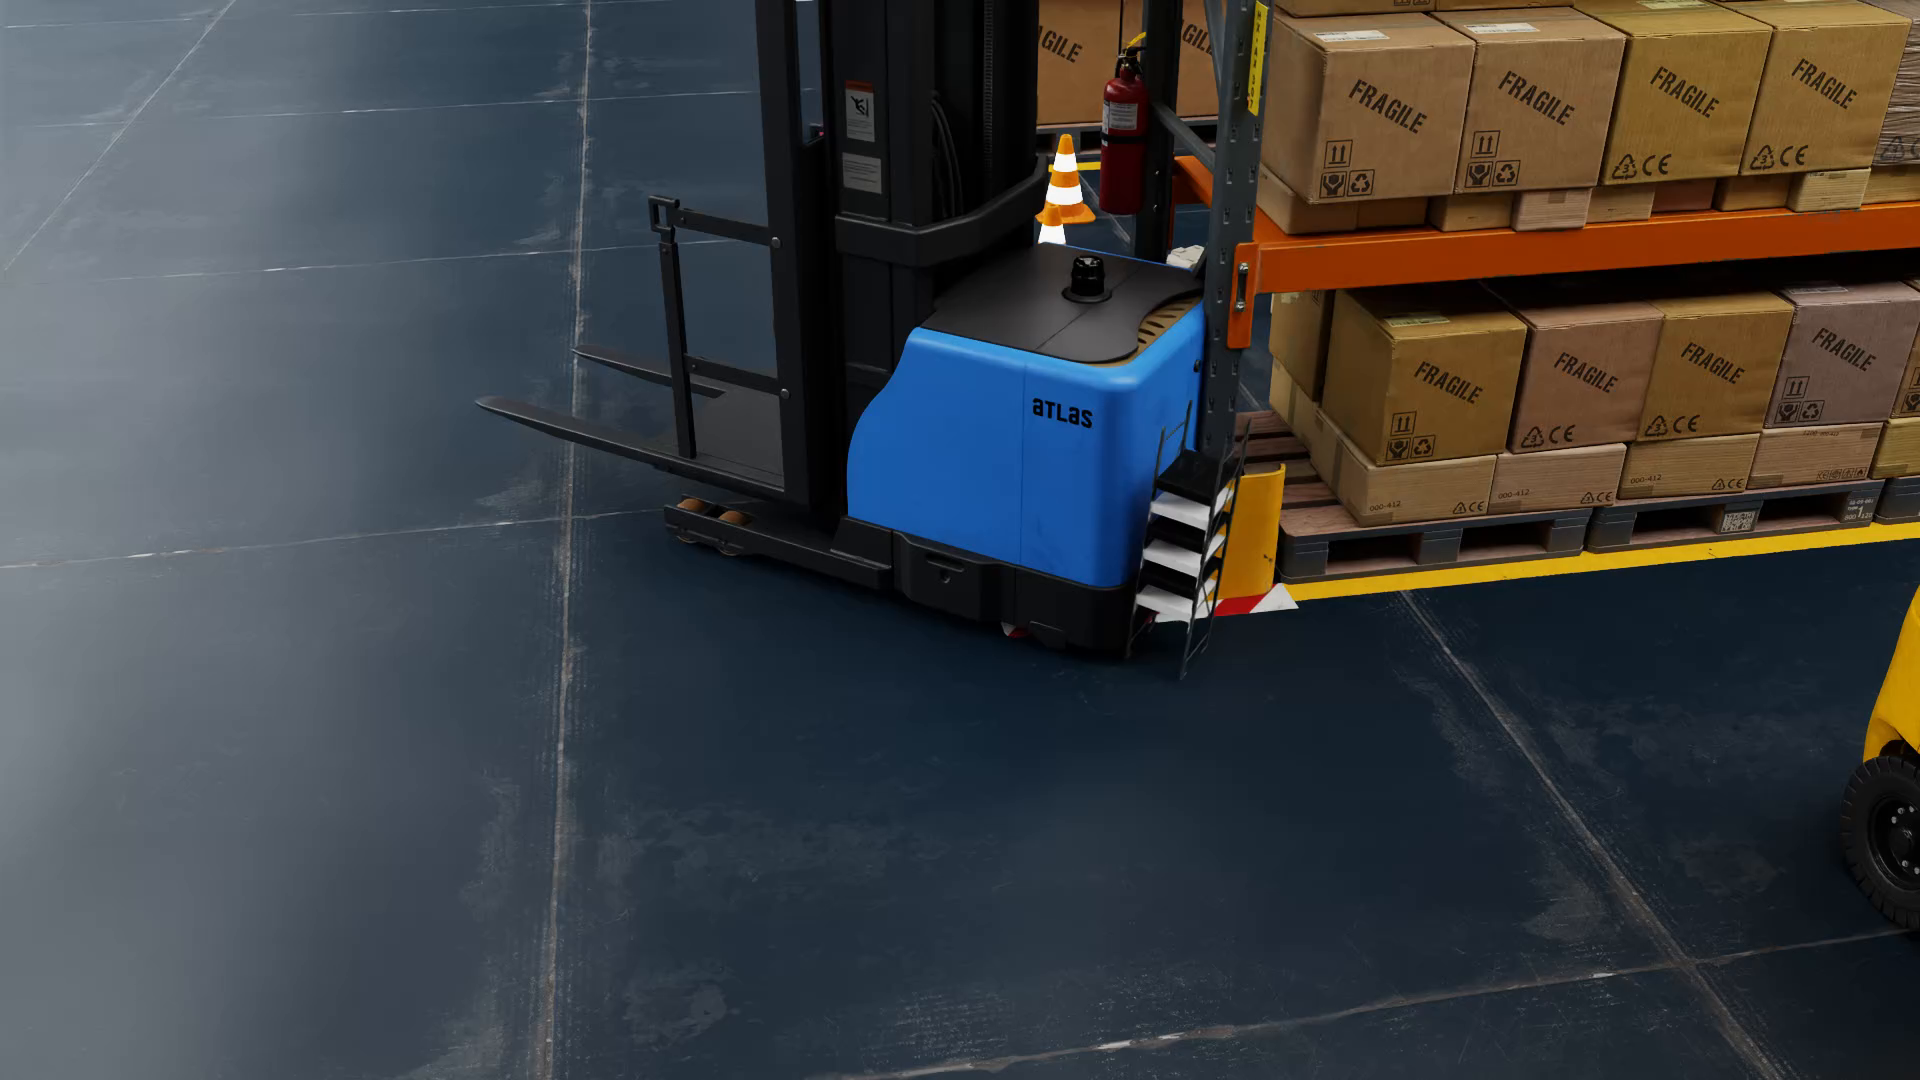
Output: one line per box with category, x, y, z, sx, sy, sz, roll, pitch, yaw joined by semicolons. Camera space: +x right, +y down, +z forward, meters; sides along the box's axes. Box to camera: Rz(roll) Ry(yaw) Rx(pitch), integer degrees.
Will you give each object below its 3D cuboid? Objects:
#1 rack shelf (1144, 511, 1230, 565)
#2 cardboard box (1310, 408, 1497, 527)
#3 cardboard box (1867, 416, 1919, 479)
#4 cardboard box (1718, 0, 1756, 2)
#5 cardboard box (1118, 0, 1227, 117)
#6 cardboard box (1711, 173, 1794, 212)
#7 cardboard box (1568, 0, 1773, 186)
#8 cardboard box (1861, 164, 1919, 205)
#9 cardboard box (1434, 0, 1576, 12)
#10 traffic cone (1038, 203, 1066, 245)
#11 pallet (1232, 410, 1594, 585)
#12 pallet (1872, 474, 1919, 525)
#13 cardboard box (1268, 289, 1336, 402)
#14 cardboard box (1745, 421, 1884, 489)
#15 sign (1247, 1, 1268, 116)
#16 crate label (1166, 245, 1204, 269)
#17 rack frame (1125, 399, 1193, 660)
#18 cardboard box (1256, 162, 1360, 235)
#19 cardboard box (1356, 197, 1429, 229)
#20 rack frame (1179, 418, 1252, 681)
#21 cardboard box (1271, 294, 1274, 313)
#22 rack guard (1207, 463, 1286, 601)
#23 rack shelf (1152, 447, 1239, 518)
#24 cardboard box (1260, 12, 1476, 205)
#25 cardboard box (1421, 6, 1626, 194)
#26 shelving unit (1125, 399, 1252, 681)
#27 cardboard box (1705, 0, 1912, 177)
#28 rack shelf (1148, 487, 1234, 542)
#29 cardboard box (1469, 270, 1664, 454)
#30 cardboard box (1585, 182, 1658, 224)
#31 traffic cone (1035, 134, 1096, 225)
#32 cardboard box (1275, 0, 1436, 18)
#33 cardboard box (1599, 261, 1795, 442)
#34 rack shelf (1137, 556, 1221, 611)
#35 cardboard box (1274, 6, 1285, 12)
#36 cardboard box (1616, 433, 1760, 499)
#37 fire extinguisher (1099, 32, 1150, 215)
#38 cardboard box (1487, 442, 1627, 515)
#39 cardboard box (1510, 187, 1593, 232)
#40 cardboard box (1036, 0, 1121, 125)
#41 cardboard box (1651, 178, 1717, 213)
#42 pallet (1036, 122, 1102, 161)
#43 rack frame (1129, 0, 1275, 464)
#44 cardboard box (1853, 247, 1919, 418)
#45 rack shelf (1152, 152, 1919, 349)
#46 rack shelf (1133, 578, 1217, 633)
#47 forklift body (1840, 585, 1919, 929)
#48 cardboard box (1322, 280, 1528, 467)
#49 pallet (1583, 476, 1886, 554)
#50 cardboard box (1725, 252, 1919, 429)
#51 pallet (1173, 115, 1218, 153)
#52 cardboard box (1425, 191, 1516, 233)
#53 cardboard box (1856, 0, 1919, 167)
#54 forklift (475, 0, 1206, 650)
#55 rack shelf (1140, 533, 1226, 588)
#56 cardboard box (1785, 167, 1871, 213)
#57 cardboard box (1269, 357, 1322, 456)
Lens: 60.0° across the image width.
rack shelf;0.748;-0.037;5.440;0.200;0.077;0.258;20;36;22
cardboard box;1.650;-0.298;6.237;0.500;0.250;0.500;-6;31;-9
cardboard box;3.687;-0.486;6.557;0.500;0.250;0.500;-6;31;-10
cardboard box;2.768;-2.241;5.865;0.500;0.500;0.700;-5;31;-9
cardboard box;1.336;-3.266;10.669;0.875;0.875;0.875;-6;31;-10
cardboard box;2.720;-1.304;5.897;0.250;0.149;0.380;-6;31;-10
cardboard box;2.333;-1.539;5.657;0.500;0.500;0.500;-6;31;-10
cardboard box;3.225;-1.339;5.957;0.250;0.149;0.380;-6;31;-10
cardboard box;1.770;-2.167;5.738;0.500;0.500;0.700;-5;31;-8
traffic cone;0.463;-1.478;8.448;0.334;0.463;0.336;-5;31;-9
pallet;1.687;-0.228;6.571;1.213;0.211;1.003;-5;31;-9
pallet;4.087;-0.451;6.950;1.213;0.211;1.003;-5;31;-9
cardboard box;1.548;-0.888;6.502;0.500;0.500;0.500;-5;31;-9
cardboard box;3.186;-0.442;6.482;0.500;0.250;0.500;-5;31;-8
sign;0.905;-1.469;5.076;0.005;0.325;0.100;-5;31;-9
crate label;1.226;-1.440;8.705;0.298;0.136;0.250;-23;38;-34
rack frame;0.655;-0.022;5.509;0.006;0.900;0.240;20;36;22
cardboard box;1.179;-1.186;5.697;0.250;0.149;0.380;-5;31;-9
cardboard box;1.424;-1.216;5.748;0.250;0.149;0.380;-5;31;-8
rack frame;0.832;0.043;5.433;0.006;0.900;0.240;20;36;22
cardboard box;1.732;-1.264;8.395;0.250;0.149;0.380;10;32;17
rack guard;0.882;-0.296;6.401;0.348;0.500;1.175;-5;31;-9
rack shelf;0.762;-0.188;5.343;0.200;0.077;0.258;20;36;22
cardboard box;1.323;-1.443;5.494;0.500;0.500;0.500;-6;31;-10
cardboard box;1.832;-1.491;5.577;0.500;0.500;0.500;-4;31;-7
shelving unit;0.744;0.010;5.471;0.210;0.900;0.258;20;36;22
cardboard box;2.832;-1.589;5.743;0.500;0.500;0.500;-6;31;-10
rack shelf;0.755;-0.113;5.392;0.200;0.077;0.258;20;36;22
cardboard box;2.187;-0.673;6.136;0.500;0.500;0.500;-6;31;-11
cardboard box;2.206;-1.240;5.790;0.250;0.149;0.380;-5;31;-8
traffic cone;0.594;-2.072;9.459;0.334;0.463;0.336;-5;31;-9
cardboard box;1.270;-2.124;5.666;0.500;0.500;0.700;-6;31;-10
cardboard box;2.682;-0.715;6.207;0.500;0.500;0.500;-5;31;-8
rack shelf;0.734;0.113;5.538;0.200;0.077;0.258;20;36;22
cardboard box;1.291;-1.725;5.973;0.500;0.500;0.500;-6;31;-10
cardboard box;2.688;-0.397;6.406;0.500;0.250;0.500;-3;31;-6
fire extinguisher;0.612;-1.552;6.149;0.183;0.674;0.296;-5;31;-9
cardboard box;2.154;-0.341;6.310;0.500;0.250;0.500;-4;31;-7
cardboard box;1.958;-1.200;5.721;0.250;0.149;0.380;-5;31;-8
cardboard box;0.471;-3.185;10.531;0.875;0.875;0.875;-5;31;-9
cardboard box;2.455;-1.294;5.882;0.250;0.149;0.380;-4;31;-7
pallet;0.589;-2.735;10.835;1.213;0.211;1.003;-5;31;-9
rack frame;0.807;-1.366;5.756;0.127;3.000;1.000;-5;31;-9
cardboard box;3.708;-0.815;6.378;0.500;0.500;0.500;-5;31;-8
rack shelf;2.774;-1.239;6.249;4.000;0.370;1.077;-5;31;-9
rack shelf;0.728;0.189;5.587;0.200;0.077;0.258;20;36;22
forklift body;3.242;0.391;3.604;1.214;2.155;2.313;-5;31;-9
cardboard box;1.674;-0.624;6.051;0.500;0.500;0.500;-6;31;-11
pallet;2.885;-0.337;6.757;1.213;0.211;1.003;-5;31;-9
cardboard box;3.206;-0.768;6.297;0.500;0.500;0.500;-4;31;-6
pallet;1.786;-2.845;11.021;1.213;0.211;1.003;-5;31;-9
cardboard box;1.700;-1.200;5.721;0.250;0.149;0.380;-6;31;-11
cardboard box;3.335;-1.638;5.826;0.500;0.500;0.500;-4;31;-8
forklift;-0.543;-1.418;5.912;3.031;2.935;1.130;16;34;25
rack shelf;0.741;0.038;5.489;0.200;0.077;0.258;20;36;22
cardboard box;2.978;-1.297;5.887;0.250;0.149;0.380;-5;31;-9
cardboard box;1.577;-0.572;6.704;0.500;0.250;0.500;-5;31;-9
